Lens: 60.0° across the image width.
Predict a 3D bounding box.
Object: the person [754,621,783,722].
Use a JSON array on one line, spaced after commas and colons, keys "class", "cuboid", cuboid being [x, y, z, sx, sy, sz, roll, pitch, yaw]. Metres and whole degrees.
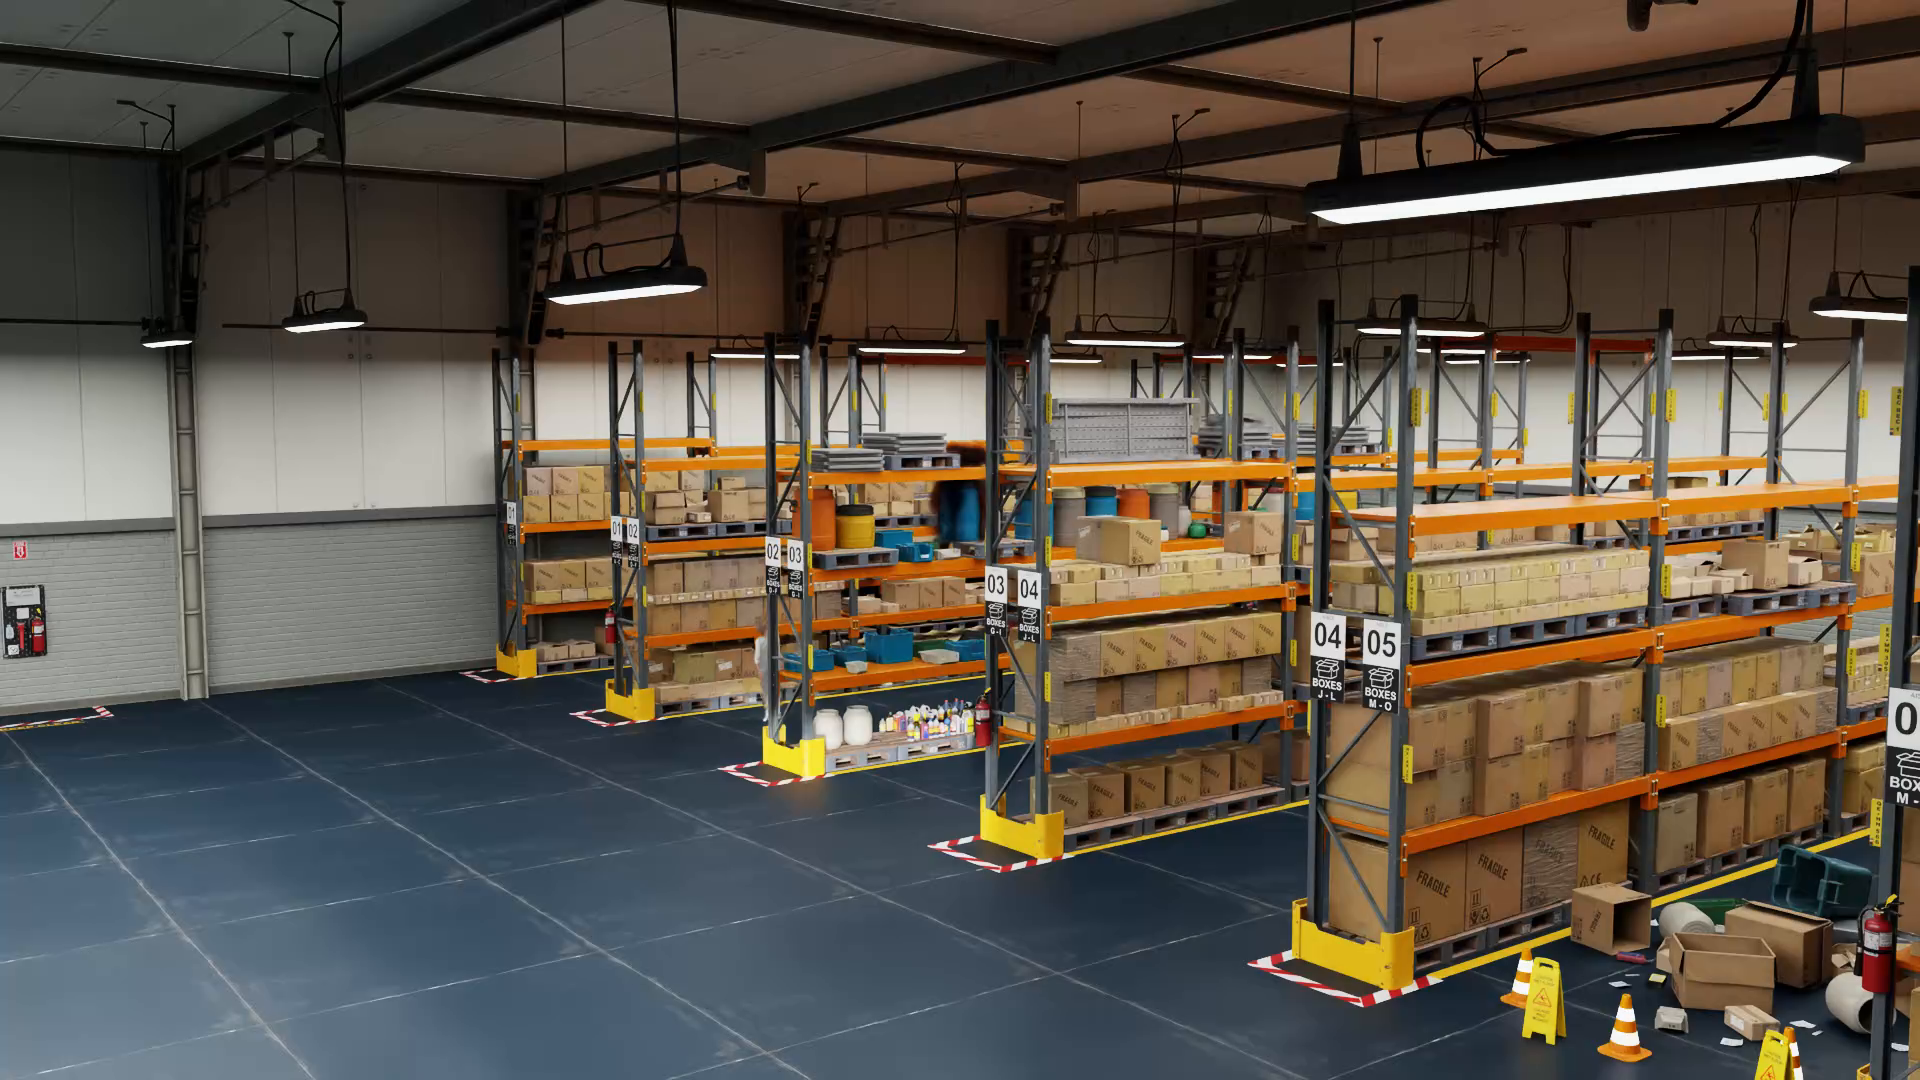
[{"class": "person", "cuboid": [-3.012, 2.067, 26.194, 0.477, 1.595, 0.369, -2, 5, -17]}]
